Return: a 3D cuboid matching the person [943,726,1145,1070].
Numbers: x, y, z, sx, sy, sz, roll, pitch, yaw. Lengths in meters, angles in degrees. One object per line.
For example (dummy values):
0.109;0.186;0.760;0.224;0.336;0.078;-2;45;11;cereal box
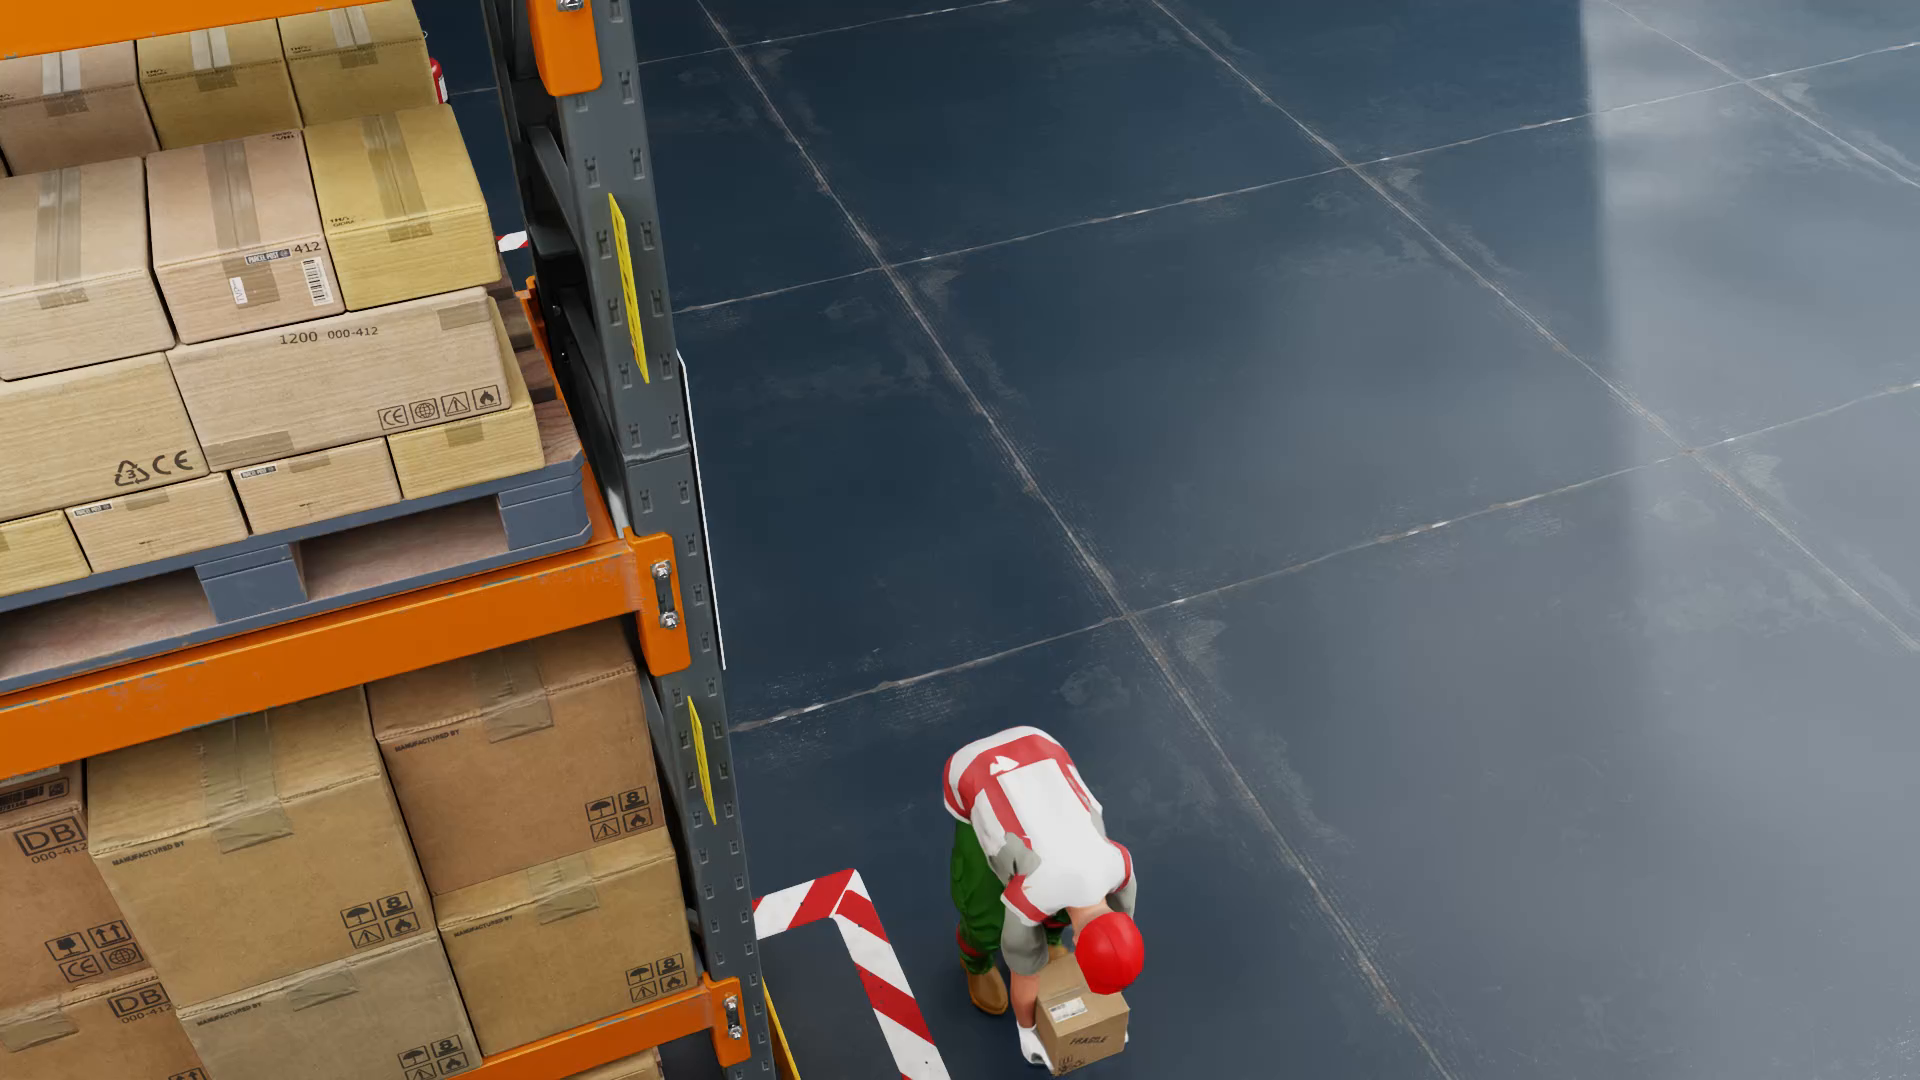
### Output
0.283;1.214;5.300;0.514;1.072;0.964;-17;44;-18;person
